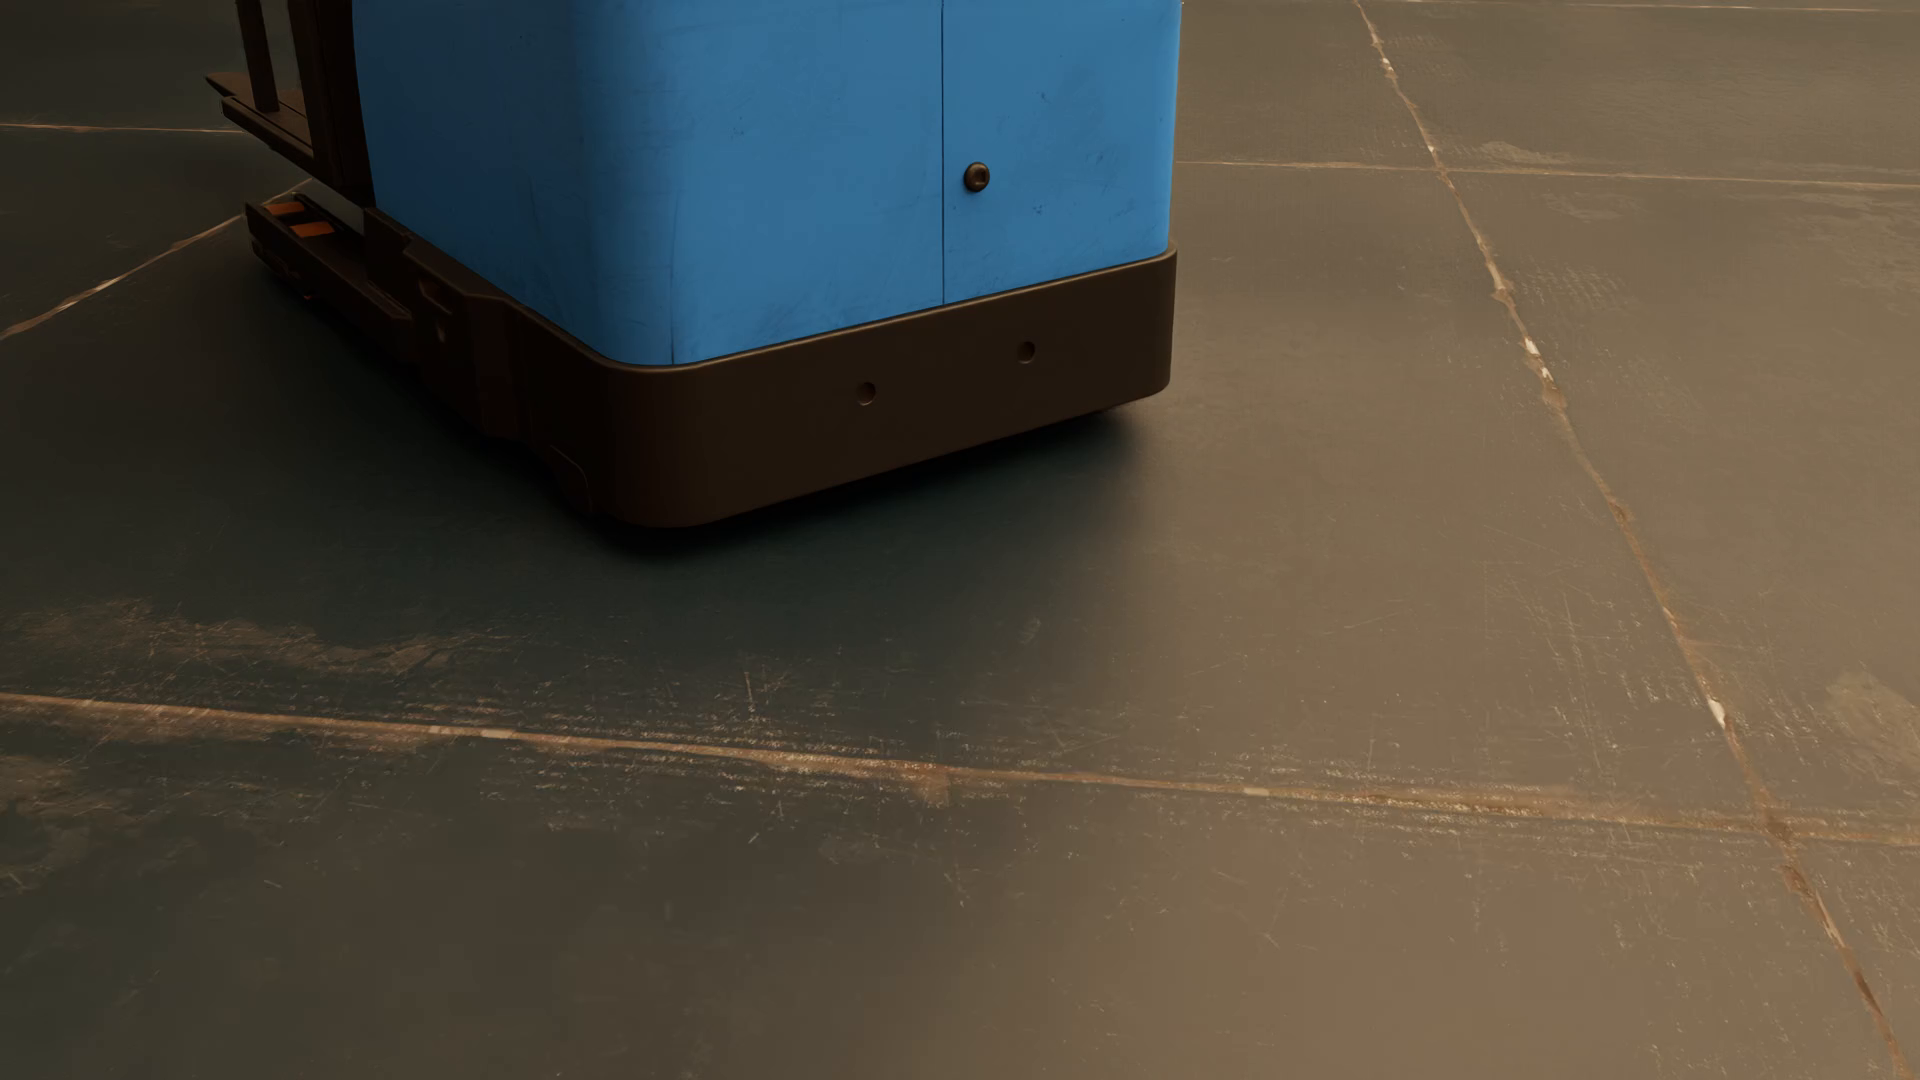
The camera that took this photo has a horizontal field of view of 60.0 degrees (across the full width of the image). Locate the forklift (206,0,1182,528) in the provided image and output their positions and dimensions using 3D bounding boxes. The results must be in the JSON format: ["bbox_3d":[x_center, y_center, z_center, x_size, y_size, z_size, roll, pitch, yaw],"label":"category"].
[{"bbox_3d":[-0.904,-1.929,3.084,1.130,2.935,3.031,-18,32,-32],"label":"forklift"}]
